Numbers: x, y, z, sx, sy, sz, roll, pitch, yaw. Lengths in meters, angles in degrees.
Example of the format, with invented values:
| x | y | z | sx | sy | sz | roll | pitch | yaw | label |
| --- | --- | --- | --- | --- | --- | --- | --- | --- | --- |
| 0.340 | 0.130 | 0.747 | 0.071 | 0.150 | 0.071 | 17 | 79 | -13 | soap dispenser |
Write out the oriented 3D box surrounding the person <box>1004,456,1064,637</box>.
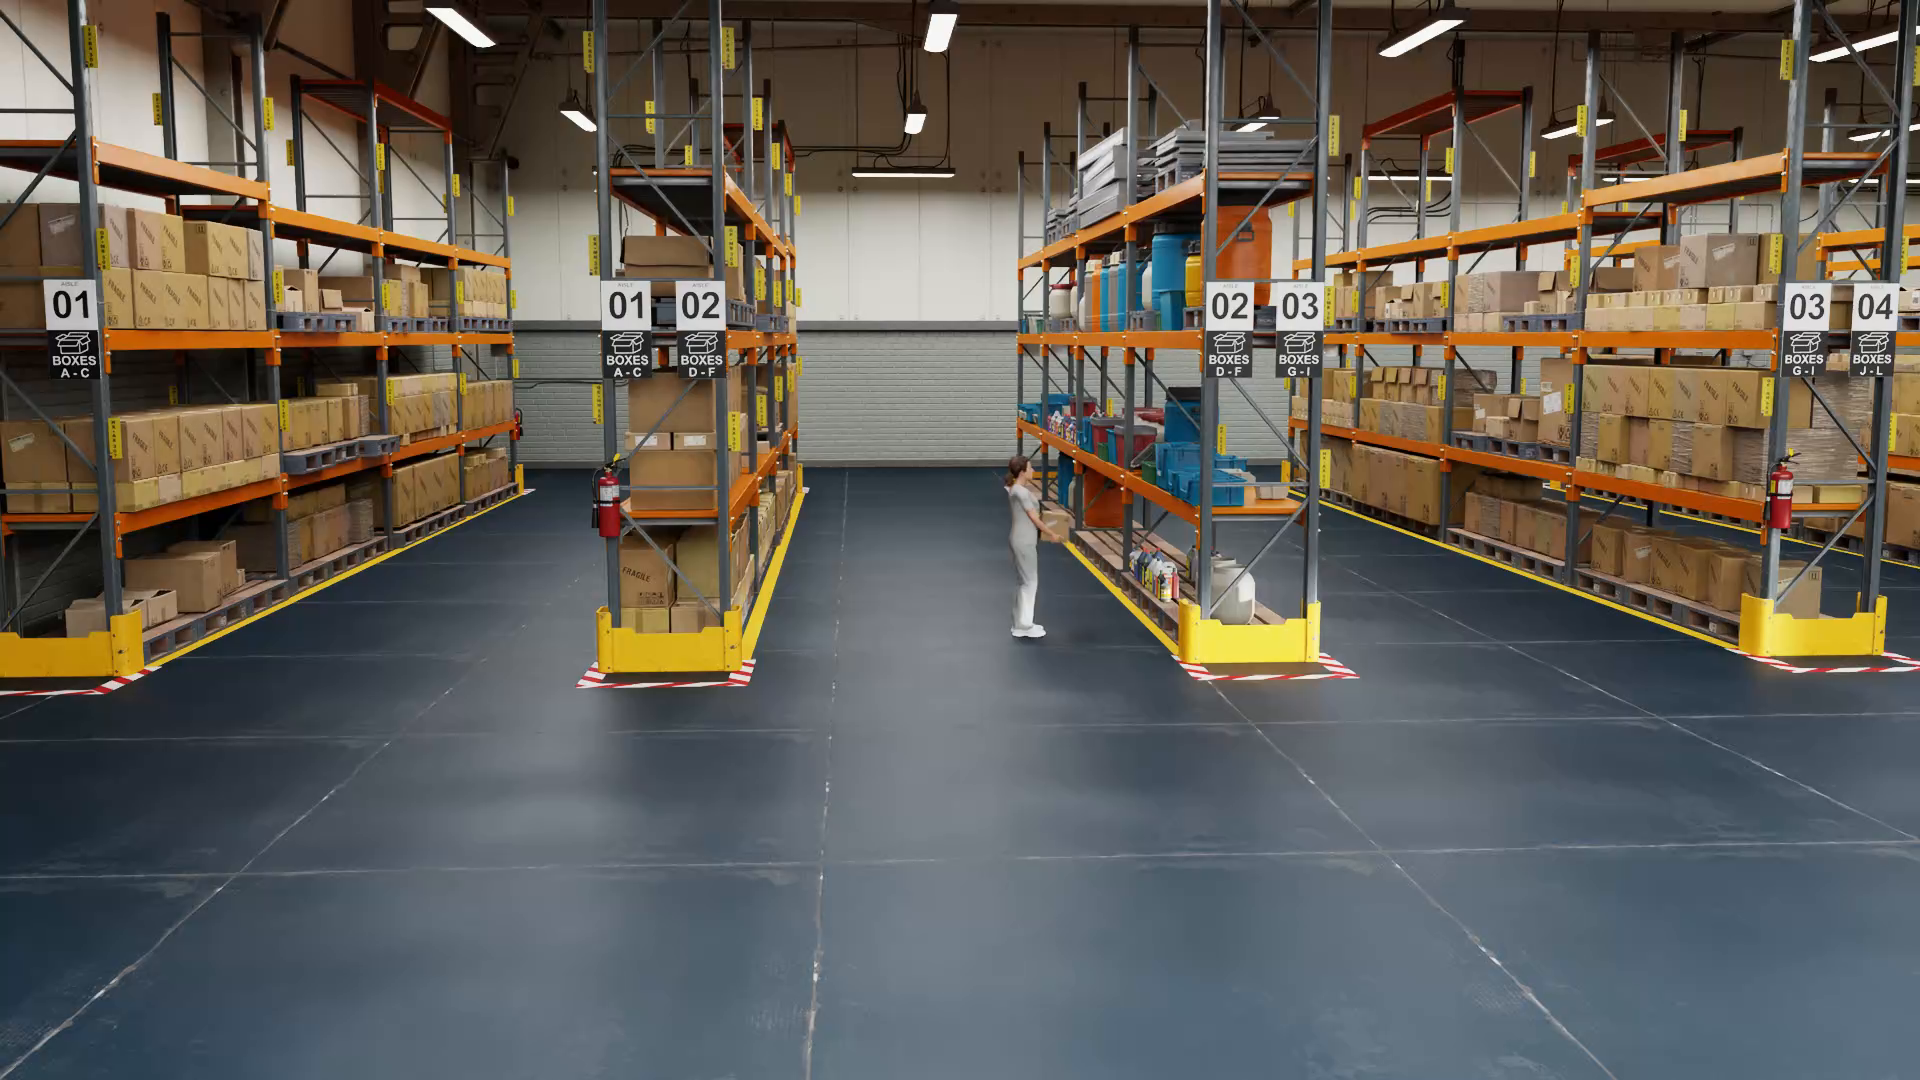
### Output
| x | y | z | sx | sy | sz | roll | pitch | yaw | label |
| --- | --- | --- | --- | --- | --- | --- | --- | --- | --- |
| 0.673 | 0.053 | 15.380 | 0.549 | 1.665 | 0.434 | 0 | 7 | -3 | person |
